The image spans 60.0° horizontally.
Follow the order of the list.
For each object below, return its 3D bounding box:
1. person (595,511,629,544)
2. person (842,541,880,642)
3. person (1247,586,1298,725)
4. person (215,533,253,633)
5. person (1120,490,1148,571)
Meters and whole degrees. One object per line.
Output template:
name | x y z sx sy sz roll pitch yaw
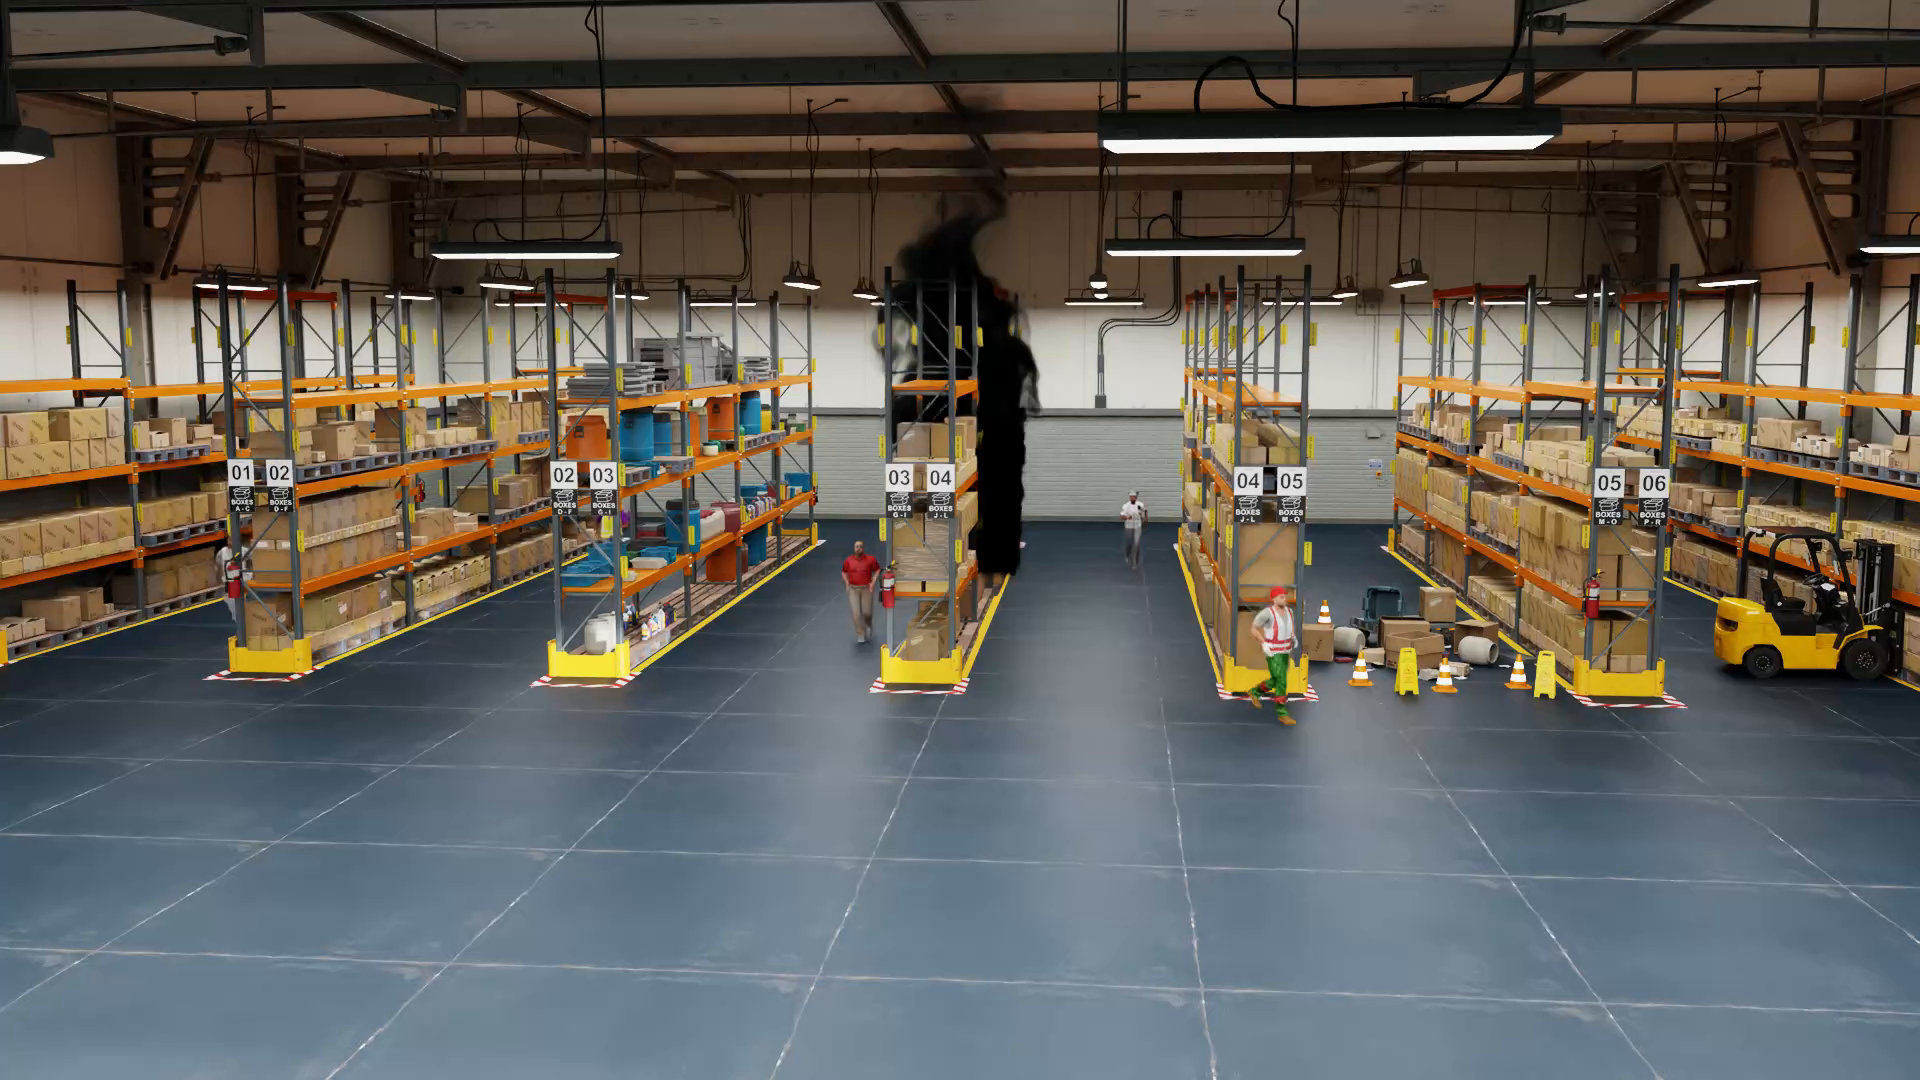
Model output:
person | -7.188 -0.041 34.306 0.711 1.748 0.954 0 7 -4
person | -1.638 0.845 27.385 0.640 1.679 0.596 0 7 2
person | 4.100 1.470 21.731 0.654 1.779 0.888 -5 8 -35
person | -12.147 0.684 27.822 0.635 1.684 0.681 0 7 0
person | 3.793 -0.231 36.281 0.588 1.732 0.896 1 7 7
